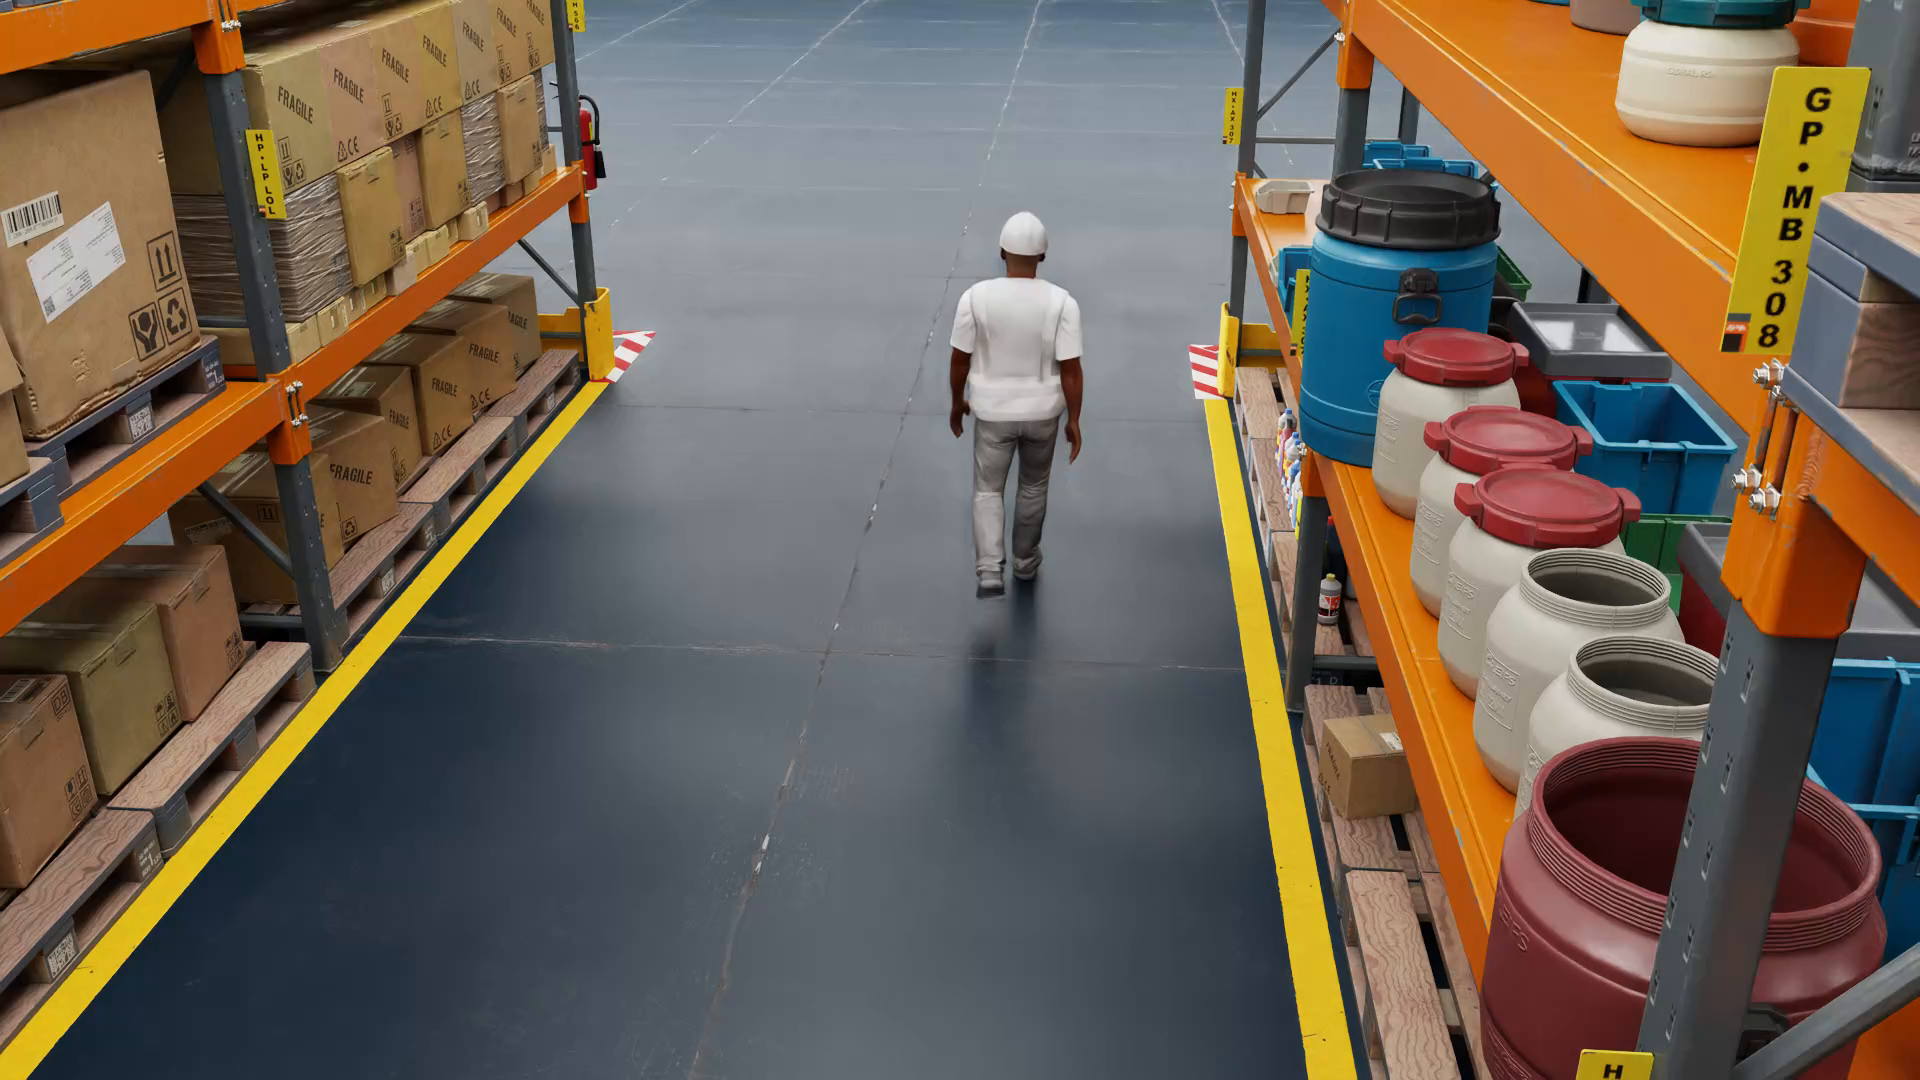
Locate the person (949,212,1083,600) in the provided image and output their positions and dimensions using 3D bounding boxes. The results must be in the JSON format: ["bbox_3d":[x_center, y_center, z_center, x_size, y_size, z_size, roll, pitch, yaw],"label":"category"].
[{"bbox_3d":[0.241,-0.557,7.280,0.581,1.748,0.840,1,24,1],"label":"person"}]
